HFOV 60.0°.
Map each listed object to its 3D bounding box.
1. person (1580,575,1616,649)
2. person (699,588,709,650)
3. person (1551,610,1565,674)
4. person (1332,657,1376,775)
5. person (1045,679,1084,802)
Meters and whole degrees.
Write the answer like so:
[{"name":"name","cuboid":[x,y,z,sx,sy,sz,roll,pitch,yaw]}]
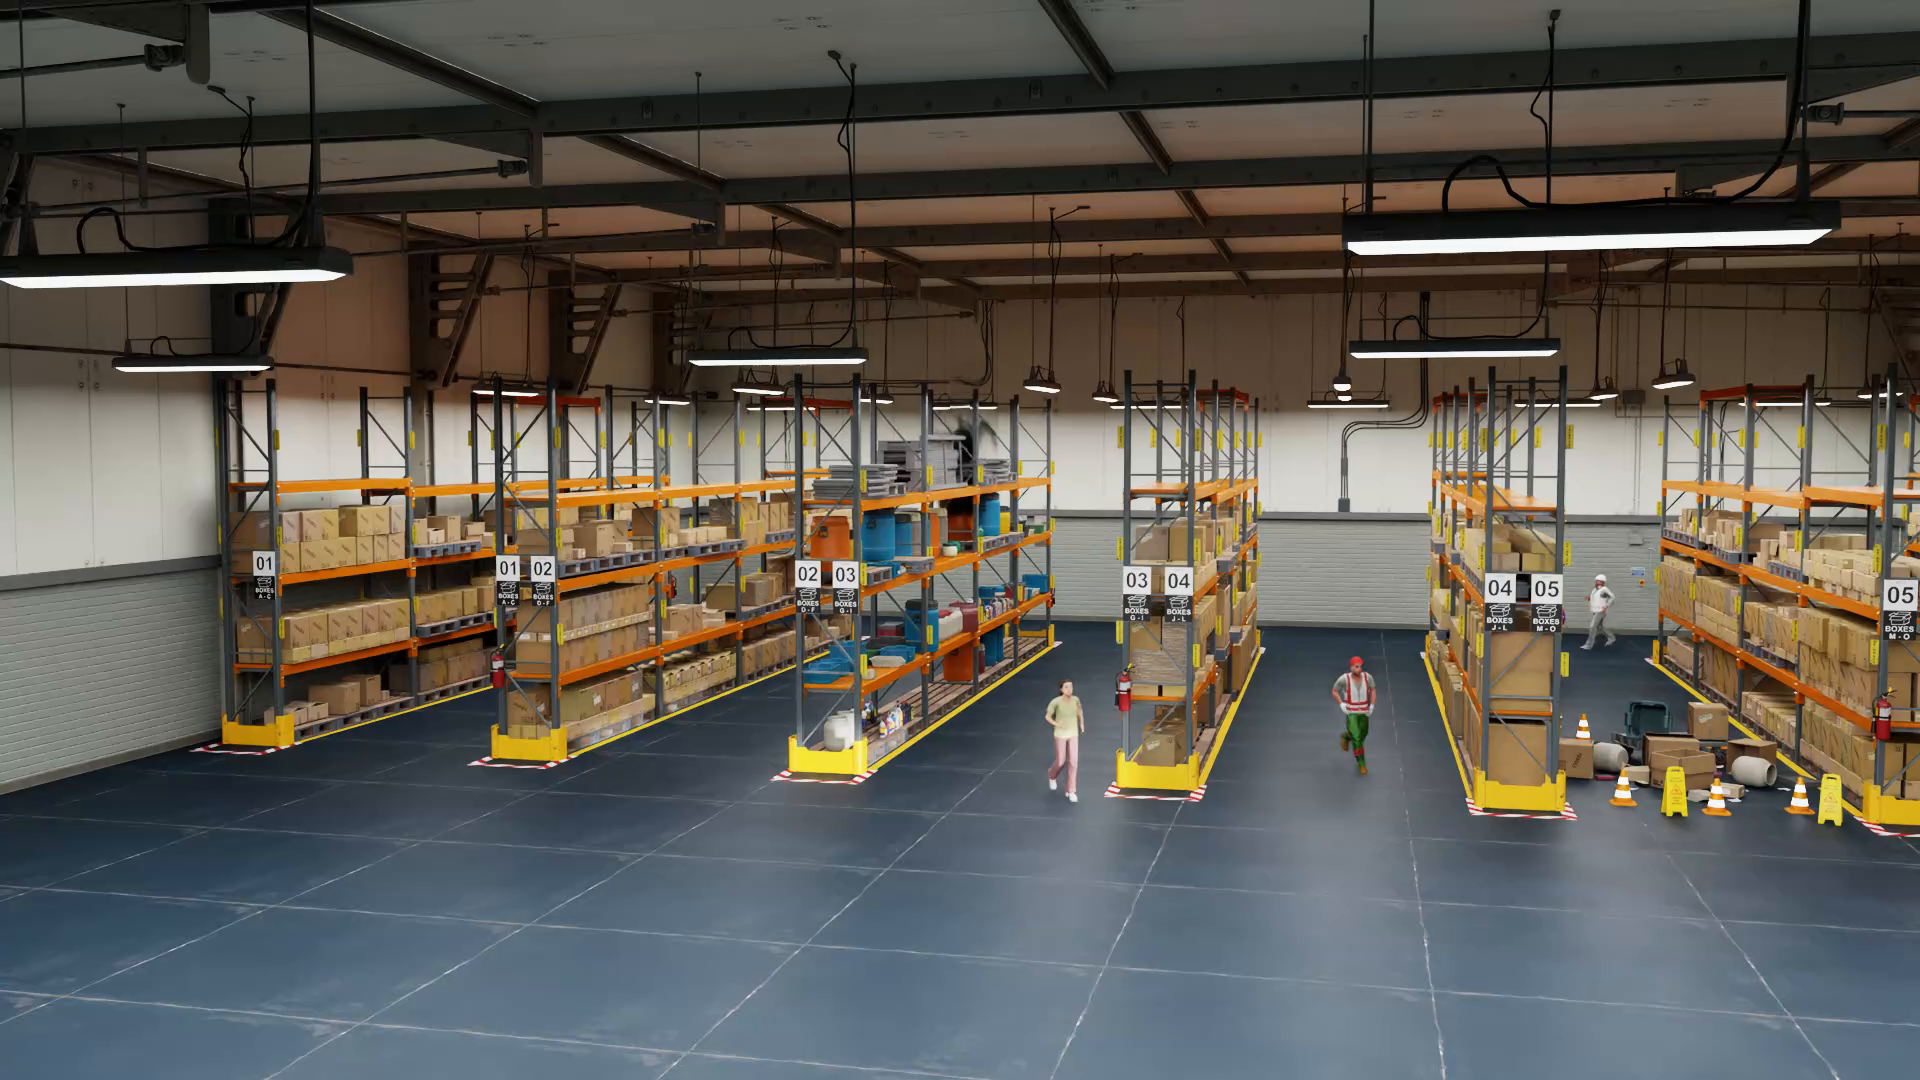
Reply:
[{"name":"person","cuboid":[15.248,1.711,39.684,0.957,1.770,0.651,0,3,-5]},{"name":"person","cuboid":[-5.660,1.929,37.139,0.562,1.728,0.867,1,3,12]},{"name":"person","cuboid":[12.460,2.002,35.190,0.677,1.823,0.738,0,3,4]},{"name":"person","cuboid":[5.987,2.632,25.321,0.665,1.764,0.938,-1,3,-9]},{"name":"person","cuboid":[1.476,2.780,23.354,0.599,1.673,0.813,-1,4,-18]}]
